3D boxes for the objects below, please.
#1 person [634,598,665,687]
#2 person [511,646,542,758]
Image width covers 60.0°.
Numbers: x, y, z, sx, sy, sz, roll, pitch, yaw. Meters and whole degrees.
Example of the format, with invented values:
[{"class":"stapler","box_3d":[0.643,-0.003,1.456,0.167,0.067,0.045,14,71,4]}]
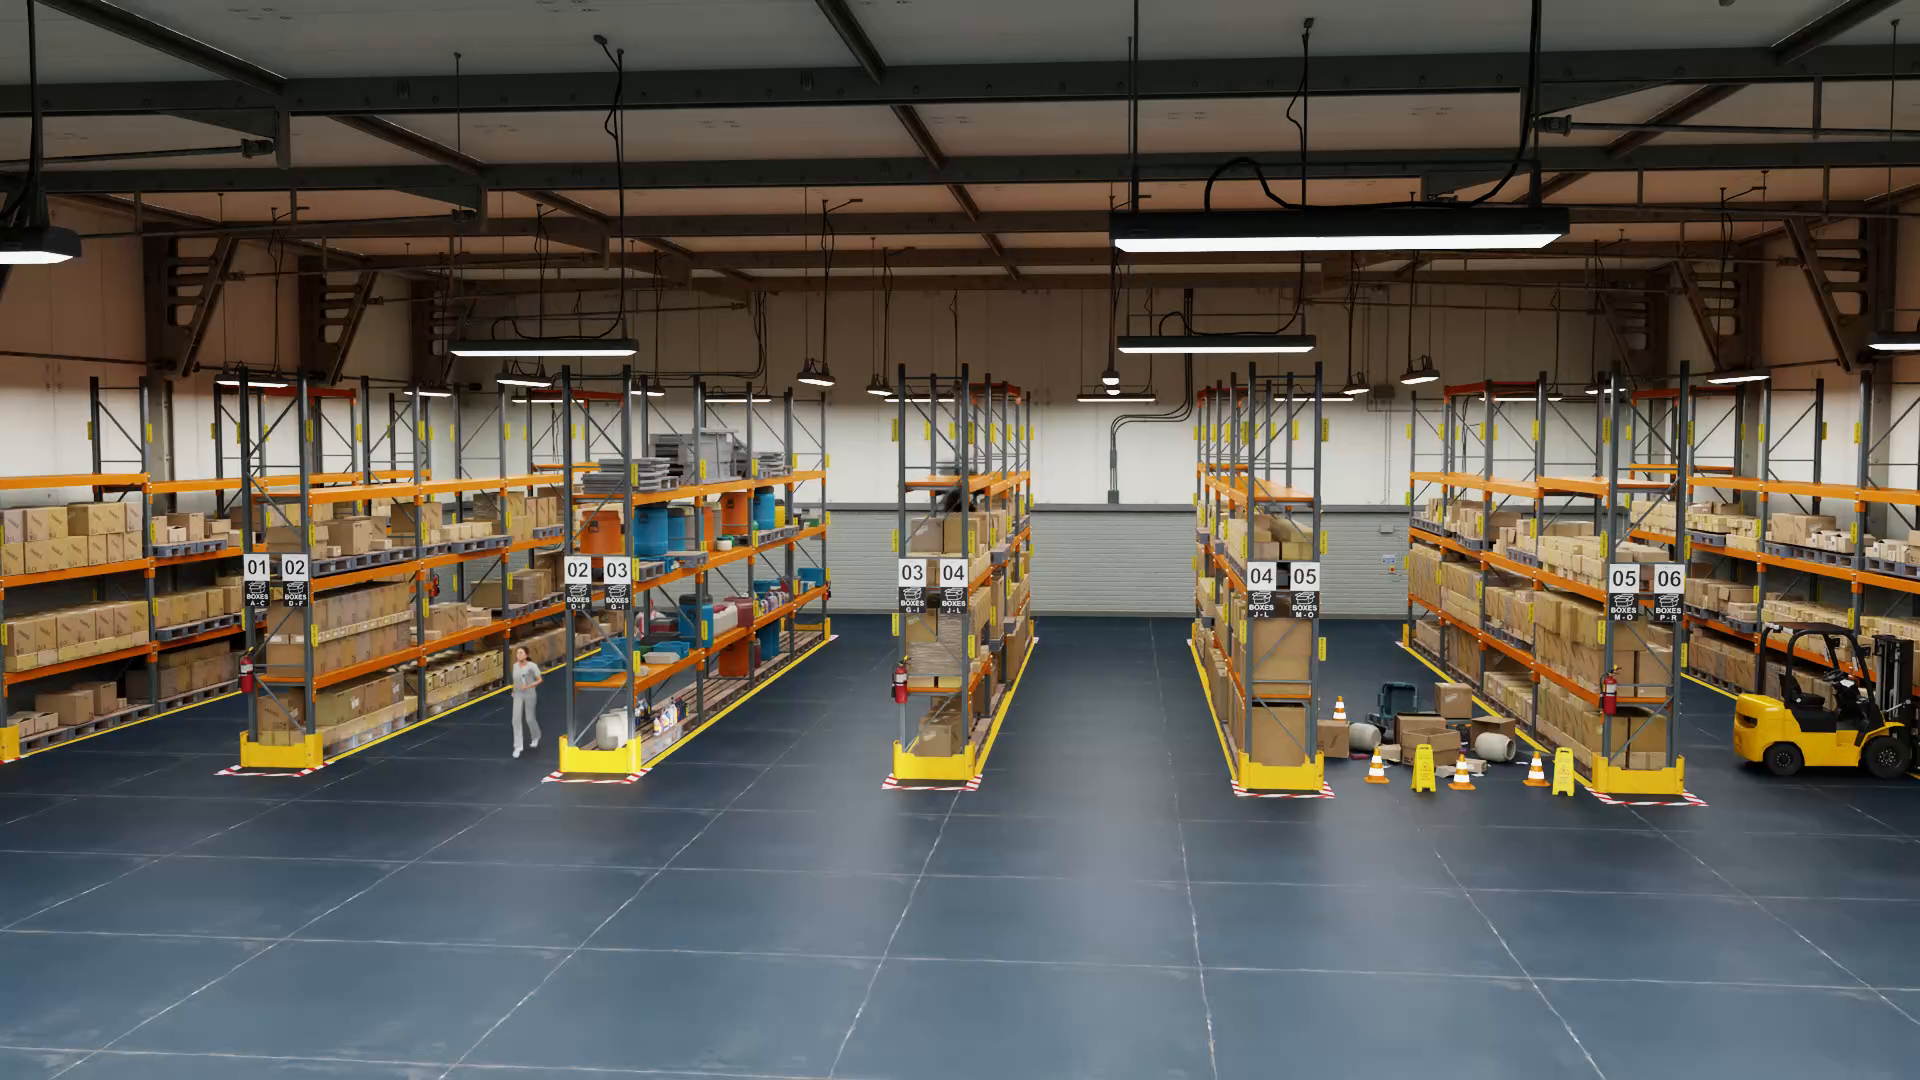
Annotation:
[{"class":"person","box_3d":[-6.128,2.012,32.699,0.671,1.762,0.664,1,4,8]},{"class":"person","box_3d":[-6.768,2.498,25.983,0.557,1.712,0.753,1,4,10]}]
